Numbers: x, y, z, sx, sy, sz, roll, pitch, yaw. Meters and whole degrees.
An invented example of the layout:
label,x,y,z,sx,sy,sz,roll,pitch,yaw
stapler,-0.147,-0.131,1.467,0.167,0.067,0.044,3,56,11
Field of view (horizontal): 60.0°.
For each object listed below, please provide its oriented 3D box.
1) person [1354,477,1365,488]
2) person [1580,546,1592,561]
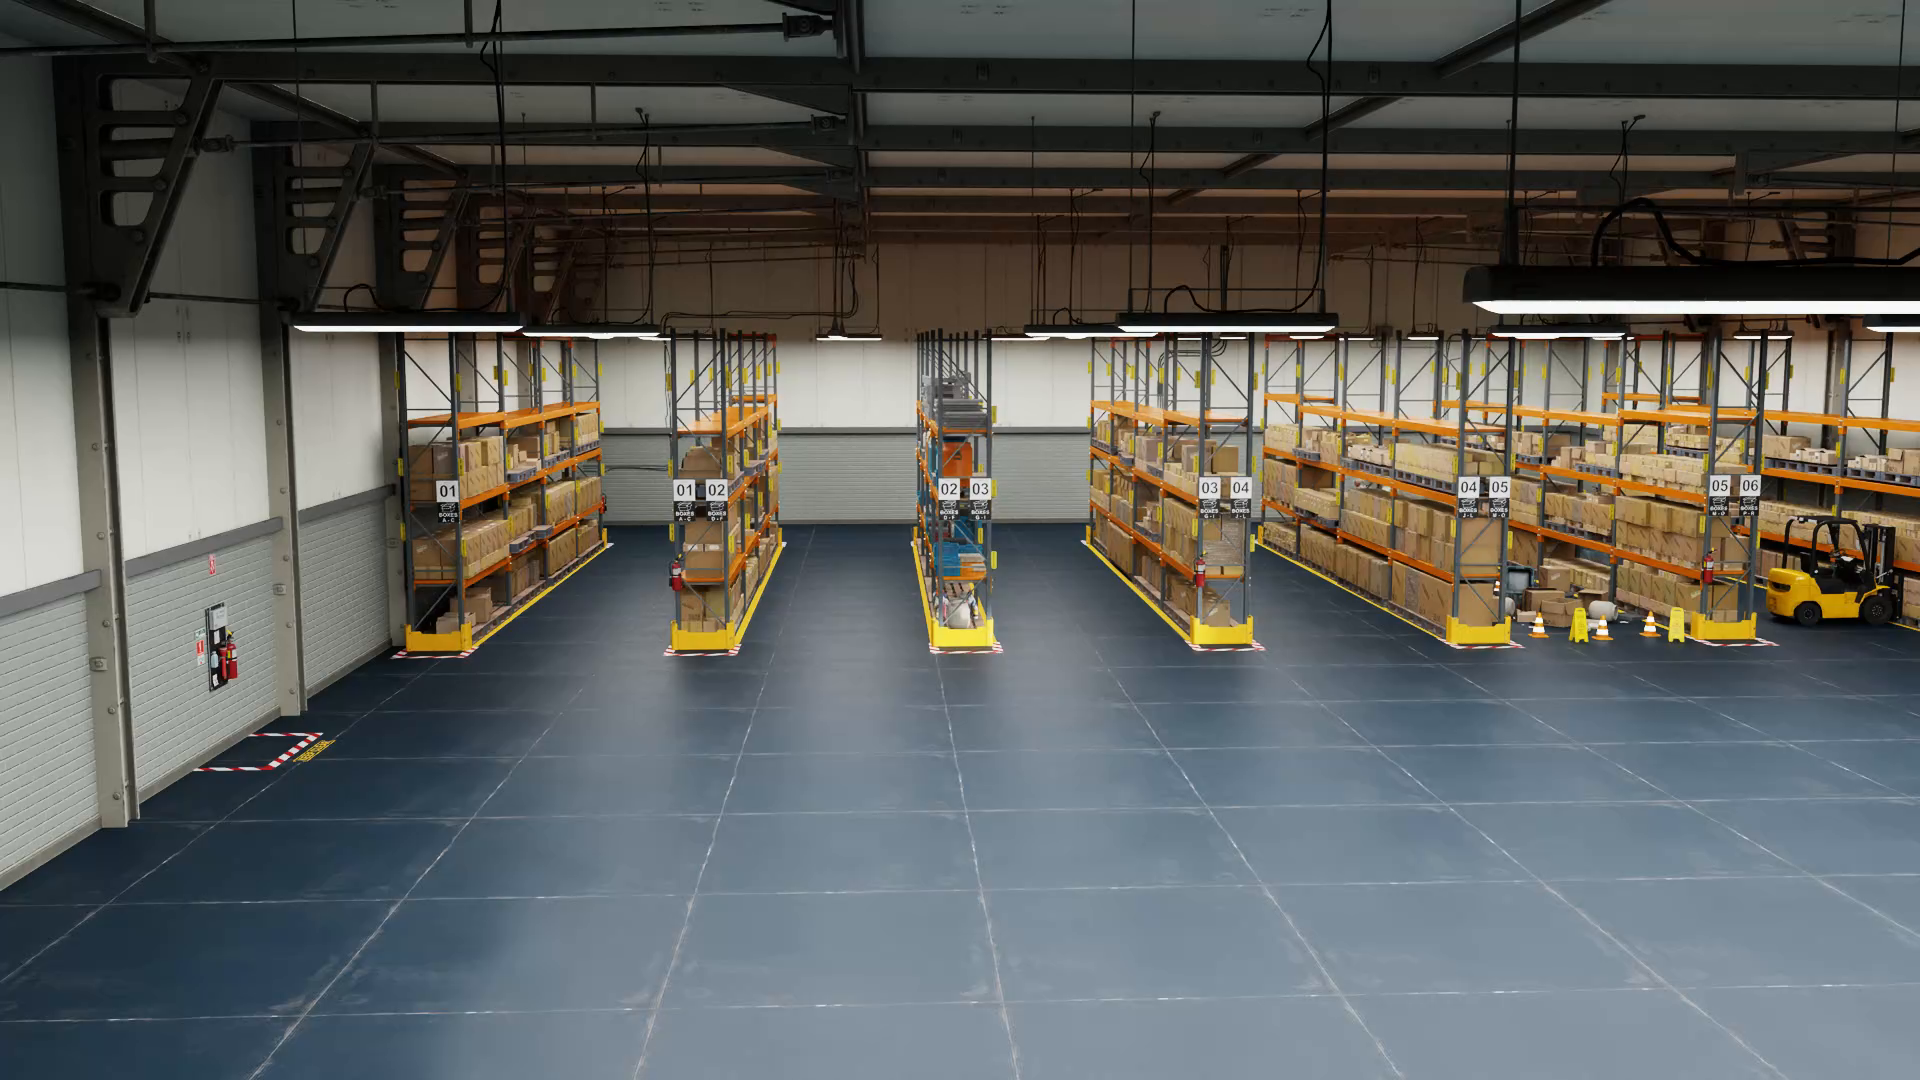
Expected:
label,x,y,z,sx,sy,sz,roll,pitch,yaw
person,11.940,-1.001,49.585,0.855,1.803,0.698,-2,7,-17
person,15.962,-0.139,42.544,0.644,1.782,0.814,-2,7,-16
